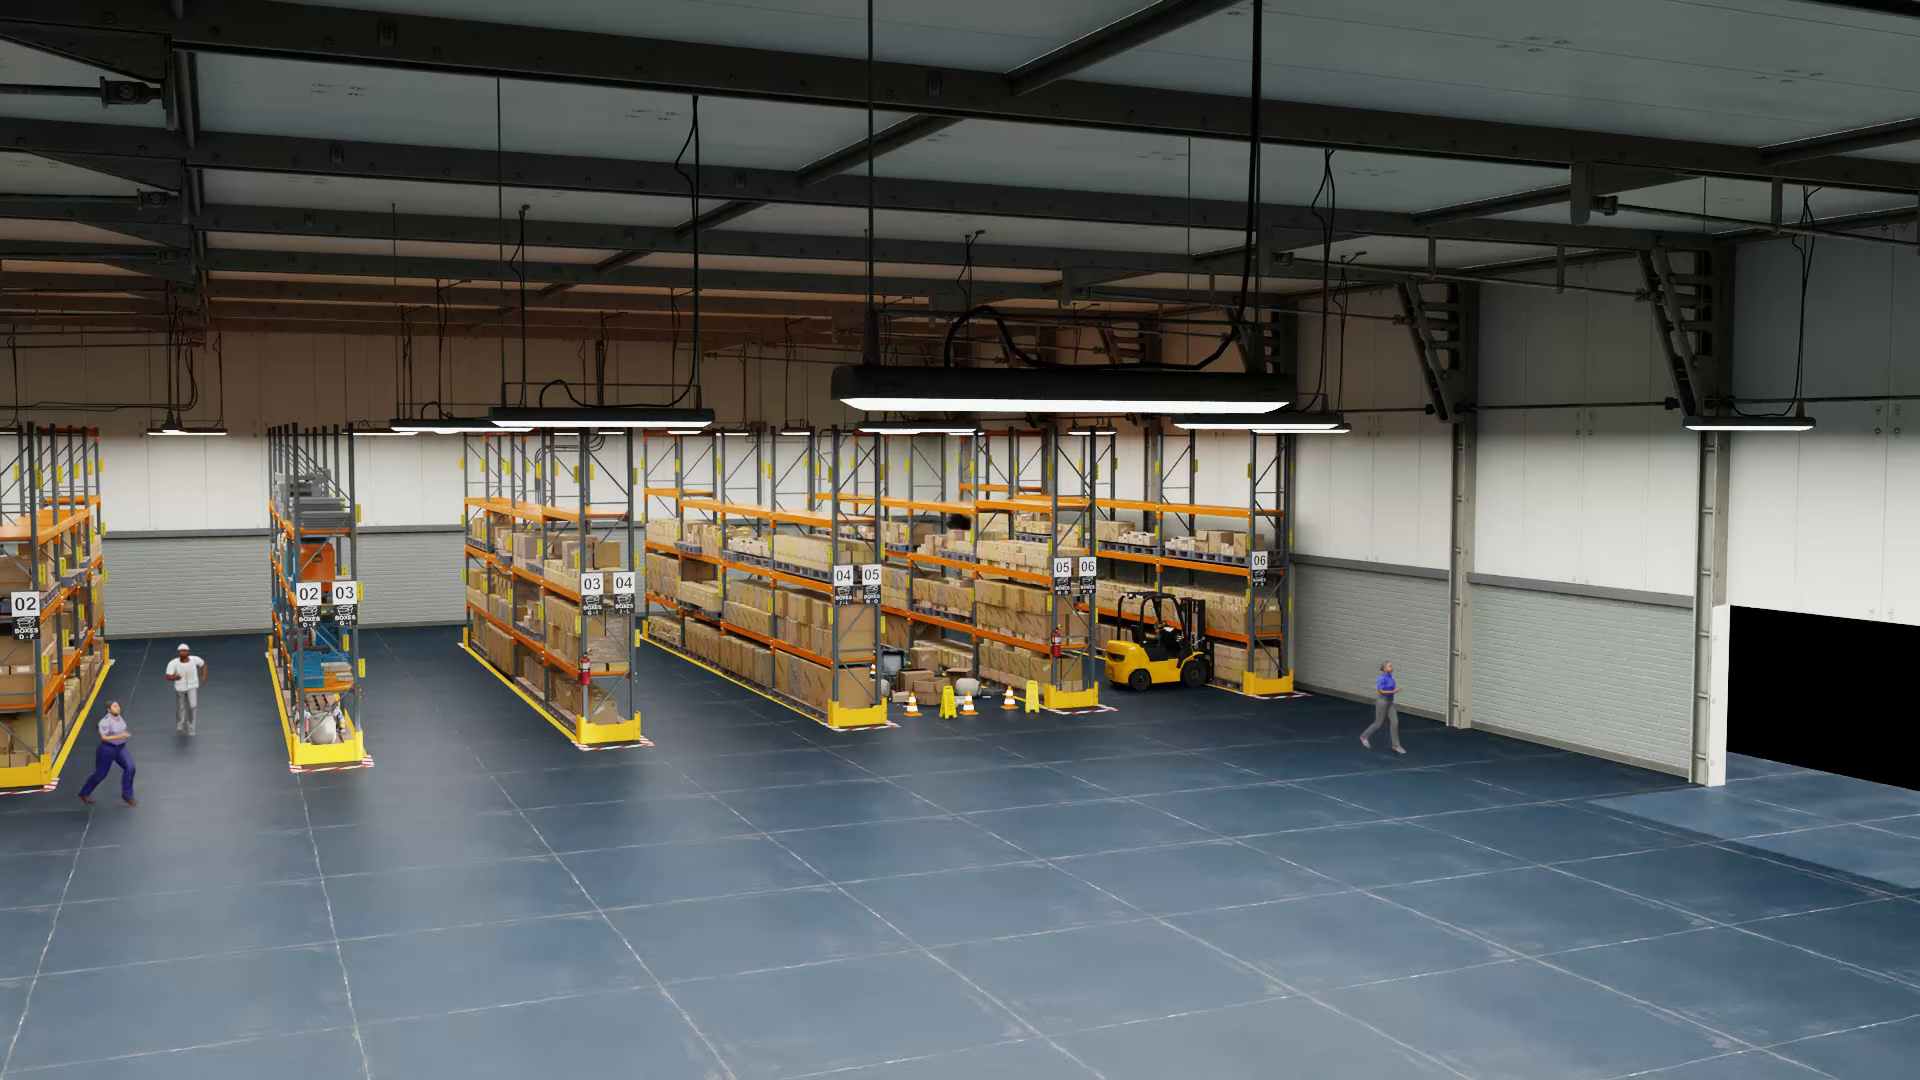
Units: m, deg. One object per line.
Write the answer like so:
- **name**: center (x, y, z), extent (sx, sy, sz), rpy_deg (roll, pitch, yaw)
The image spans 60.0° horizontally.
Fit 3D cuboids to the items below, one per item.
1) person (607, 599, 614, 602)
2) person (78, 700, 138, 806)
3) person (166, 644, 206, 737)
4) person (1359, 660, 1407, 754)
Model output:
- **person**: center (-9.732, 2.043, 46.194), extent (0.660, 1.774, 0.679), rpy_deg (-1, 4, -10)
- **person**: center (-13.245, 3.330, 25.894), extent (0.882, 1.691, 0.611), rpy_deg (1, 4, 11)
- **person**: center (-14.899, 2.886, 32.042), extent (0.710, 1.800, 0.894), rpy_deg (-2, 4, -26)
- **person**: center (7.730, 3.028, 30.313), extent (0.900, 1.647, 0.604), rpy_deg (3, 5, 41)
